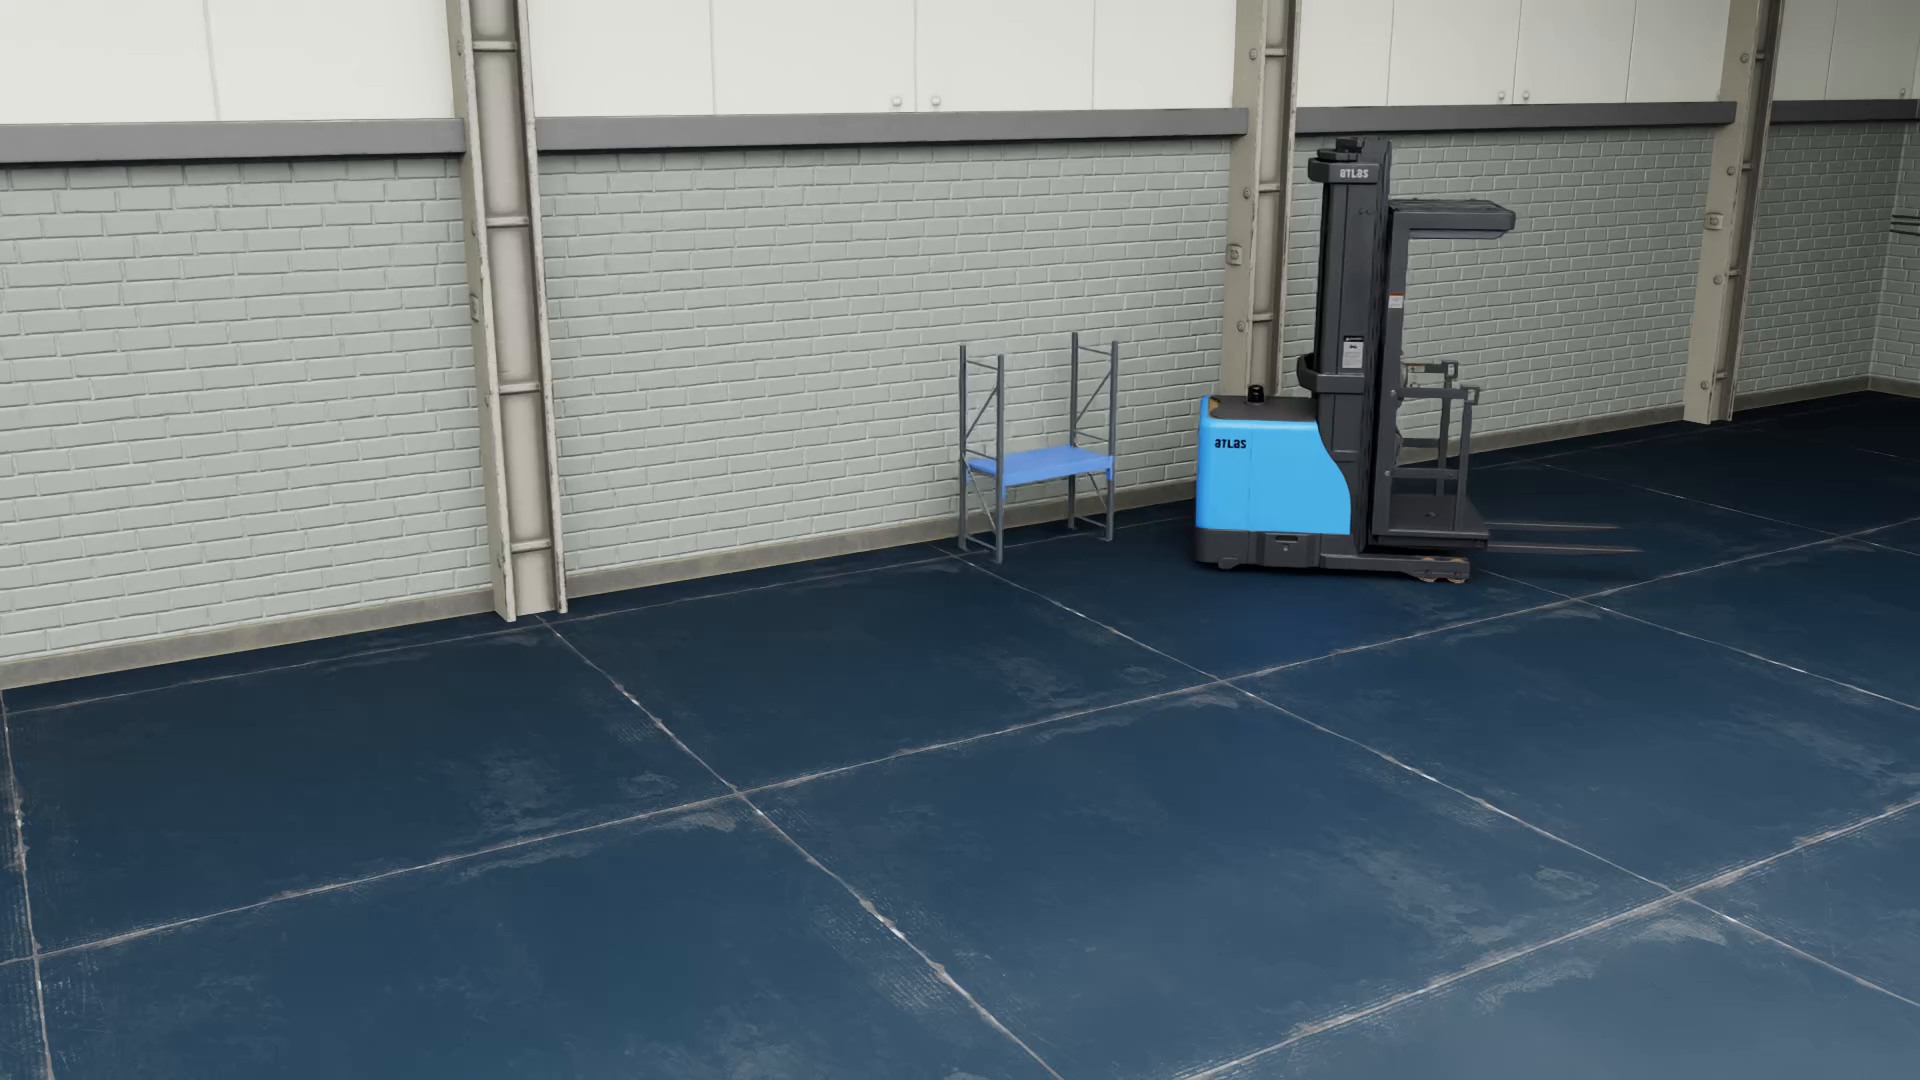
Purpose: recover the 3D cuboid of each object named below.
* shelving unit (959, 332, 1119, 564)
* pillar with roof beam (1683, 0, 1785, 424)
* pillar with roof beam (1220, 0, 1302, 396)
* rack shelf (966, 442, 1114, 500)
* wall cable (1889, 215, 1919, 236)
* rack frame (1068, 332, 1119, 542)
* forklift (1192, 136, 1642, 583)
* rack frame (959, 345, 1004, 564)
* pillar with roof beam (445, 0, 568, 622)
[{"bbox_3d":[0.566,-0.684,12.068,1.048,1.500,0.538,-11,20,-33],"label":"shelving unit"},{"bbox_3d":[9.723,-4.547,11.960,0.400,9.000,9.100,-9,18,-30],"label":"pillar with roof beam"},{"bbox_3d":[4.580,-3.713,8.985,0.400,9.000,9.100,-9,18,-30],"label":"pillar with roof beam"},{"bbox_3d":[0.565,-0.511,12.118,1.000,0.185,0.538,-11,20,-33],"label":"rack shelf"},{"bbox_3d":[10.712,-4.152,16.302,0.112,2.526,3.097,-9,18,-30],"label":"wall cable"},{"bbox_3d":[0.983,-0.765,12.347,0.032,1.500,0.500,-11,20,-33],"label":"rack frame"},{"bbox_3d":[3.192,-1.270,11.508,3.031,2.935,1.130,2,16,8],"label":"forklift"},{"bbox_3d":[0.148,-0.603,11.789,0.032,1.500,0.500,-11,20,-33],"label":"rack frame"},{"bbox_3d":[-0.564,-2.879,6.010,0.400,9.000,9.100,-9,18,-30],"label":"pillar with roof beam"}]
